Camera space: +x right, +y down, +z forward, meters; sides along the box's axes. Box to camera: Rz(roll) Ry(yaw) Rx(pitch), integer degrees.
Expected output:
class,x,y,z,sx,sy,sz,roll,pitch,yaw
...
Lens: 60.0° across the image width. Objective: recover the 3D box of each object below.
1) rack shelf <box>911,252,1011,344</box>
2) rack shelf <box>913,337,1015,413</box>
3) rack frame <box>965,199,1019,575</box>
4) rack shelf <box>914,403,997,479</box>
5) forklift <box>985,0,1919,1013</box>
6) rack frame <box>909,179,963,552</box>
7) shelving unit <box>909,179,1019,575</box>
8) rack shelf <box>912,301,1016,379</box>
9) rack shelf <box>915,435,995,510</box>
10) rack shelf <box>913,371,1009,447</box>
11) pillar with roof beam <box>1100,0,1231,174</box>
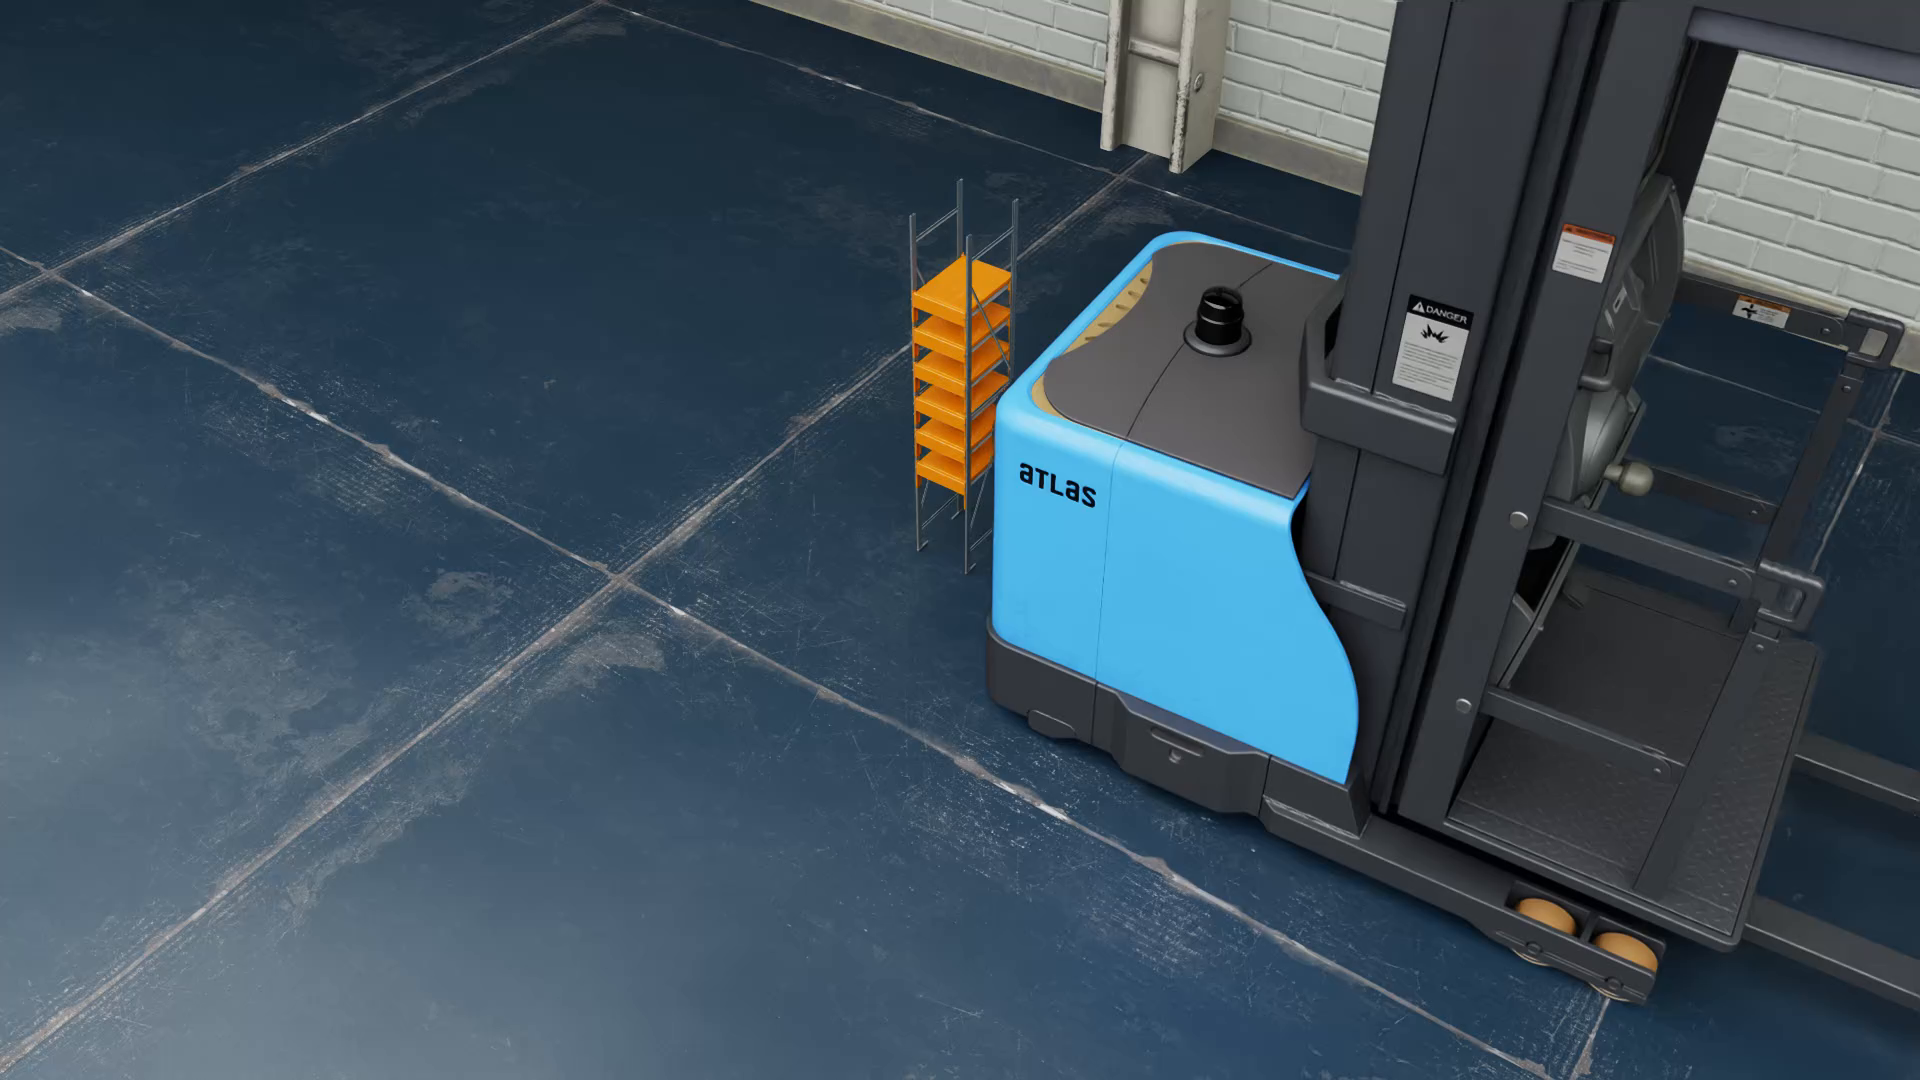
class,x,y,z,sx,sy,sz,roll,pitch,yaw
rack shelf,0.012,-0.677,4.633,0.180,0.103,0.258,25,48,25
rack shelf,0.012,-0.498,4.793,0.180,0.103,0.258,25,48,25
rack frame,0.087,-0.407,4.805,0.006,1.200,0.240,25,48,25
rack shelf,0.012,-0.319,4.953,0.180,0.103,0.258,25,48,25
forklift,1.601,-0.392,3.490,3.031,2.935,1.130,22,46,23
rack frame,-0.063,-0.477,4.883,0.006,1.200,0.240,25,48,25
shelving unit,0.012,-0.442,4.844,0.189,1.200,0.258,25,48,25
rack shelf,0.012,-0.587,4.713,0.180,0.103,0.258,25,48,25
rack shelf,0.012,-0.230,5.033,0.180,0.103,0.258,25,48,25
rack shelf,0.012,-0.408,4.873,0.180,0.103,0.258,25,48,25
pillar with roof beam,-1.624,-2.694,1.513,0.400,9.000,9.100,25,48,25
